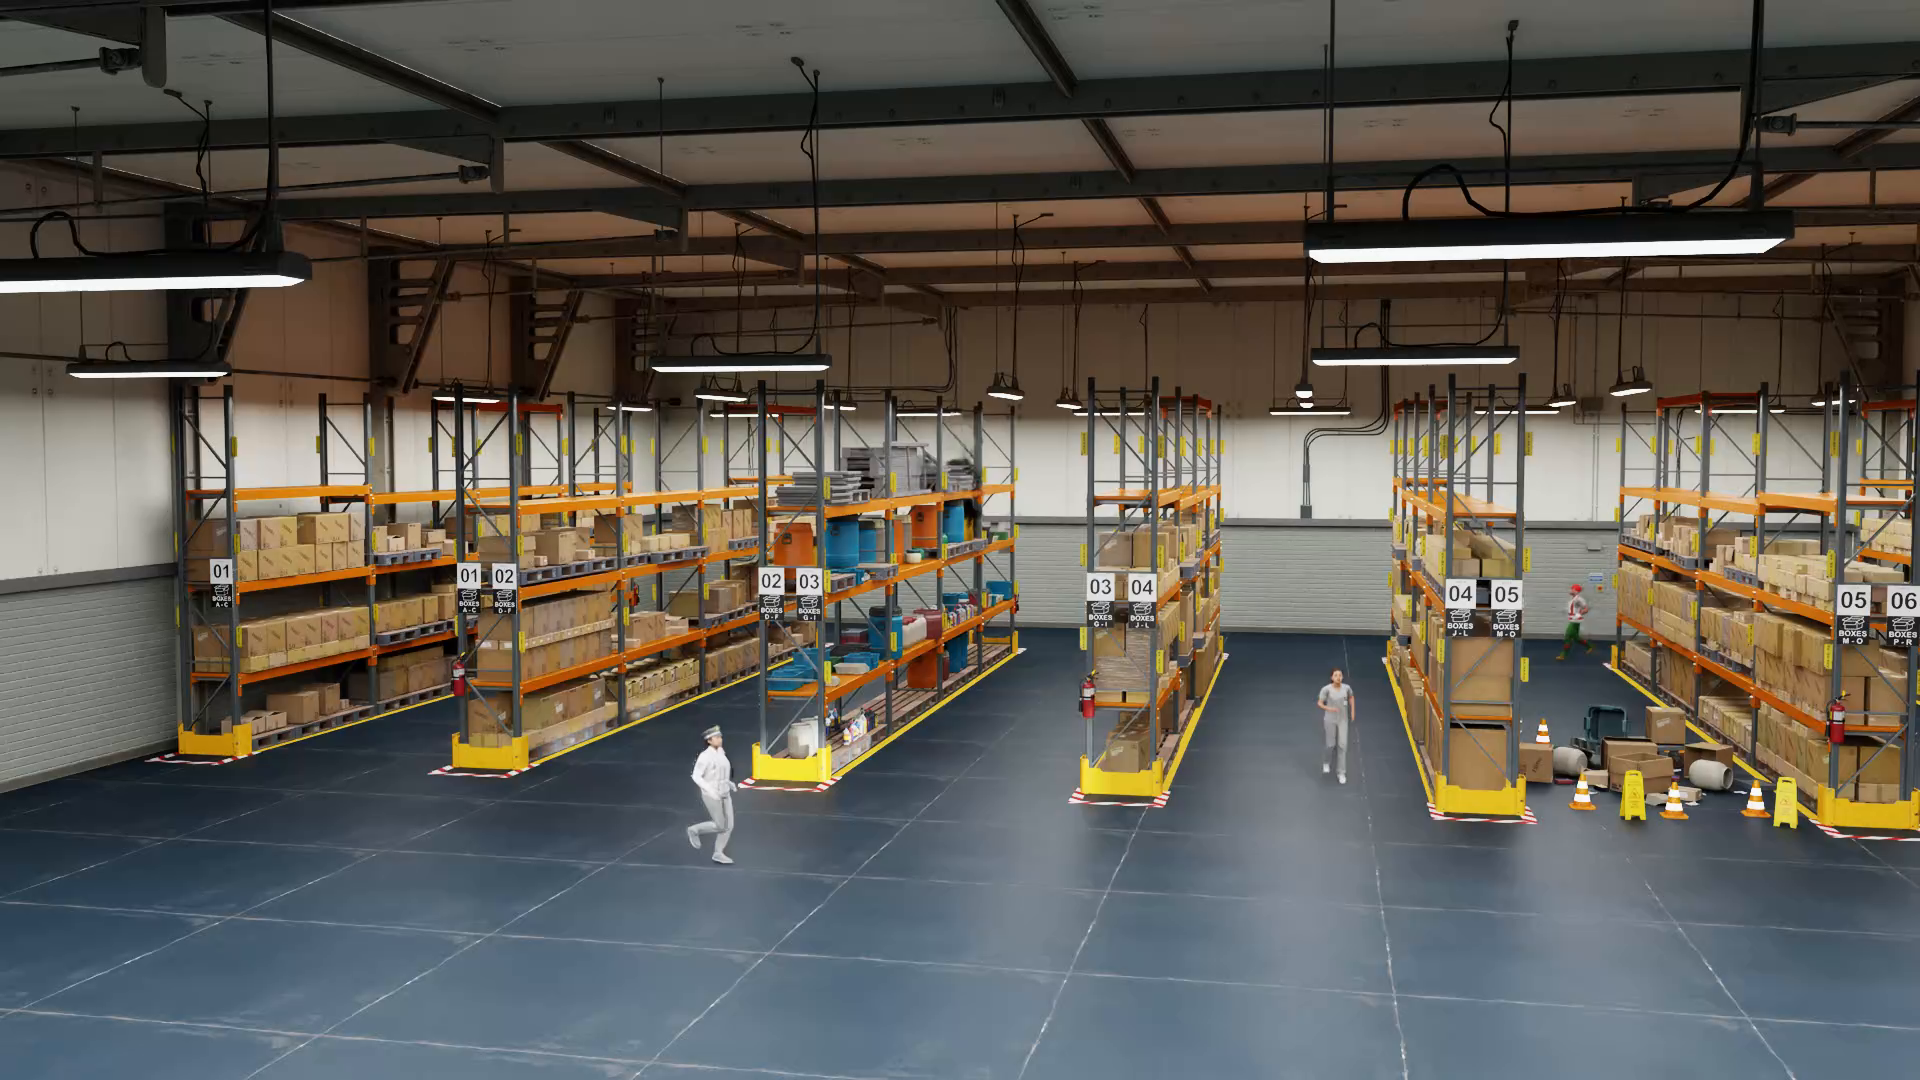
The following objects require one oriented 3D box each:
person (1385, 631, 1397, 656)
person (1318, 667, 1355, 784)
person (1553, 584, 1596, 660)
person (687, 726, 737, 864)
[{"bbox_3d":[10.599,1.961,39.628,0.859,1.671,0.610,1,3,10],"label":"person"},{"bbox_3d":[5.670,2.759,25.074,0.582,1.697,0.853,0,3,0],"label":"person"},{"bbox_3d":[14.439,1.930,38.971,0.971,1.797,0.661,0,3,8],"label":"person"},{"bbox_3d":[-2.991,3.060,20.086,0.597,1.655,0.617,2,4,28],"label":"person"}]
